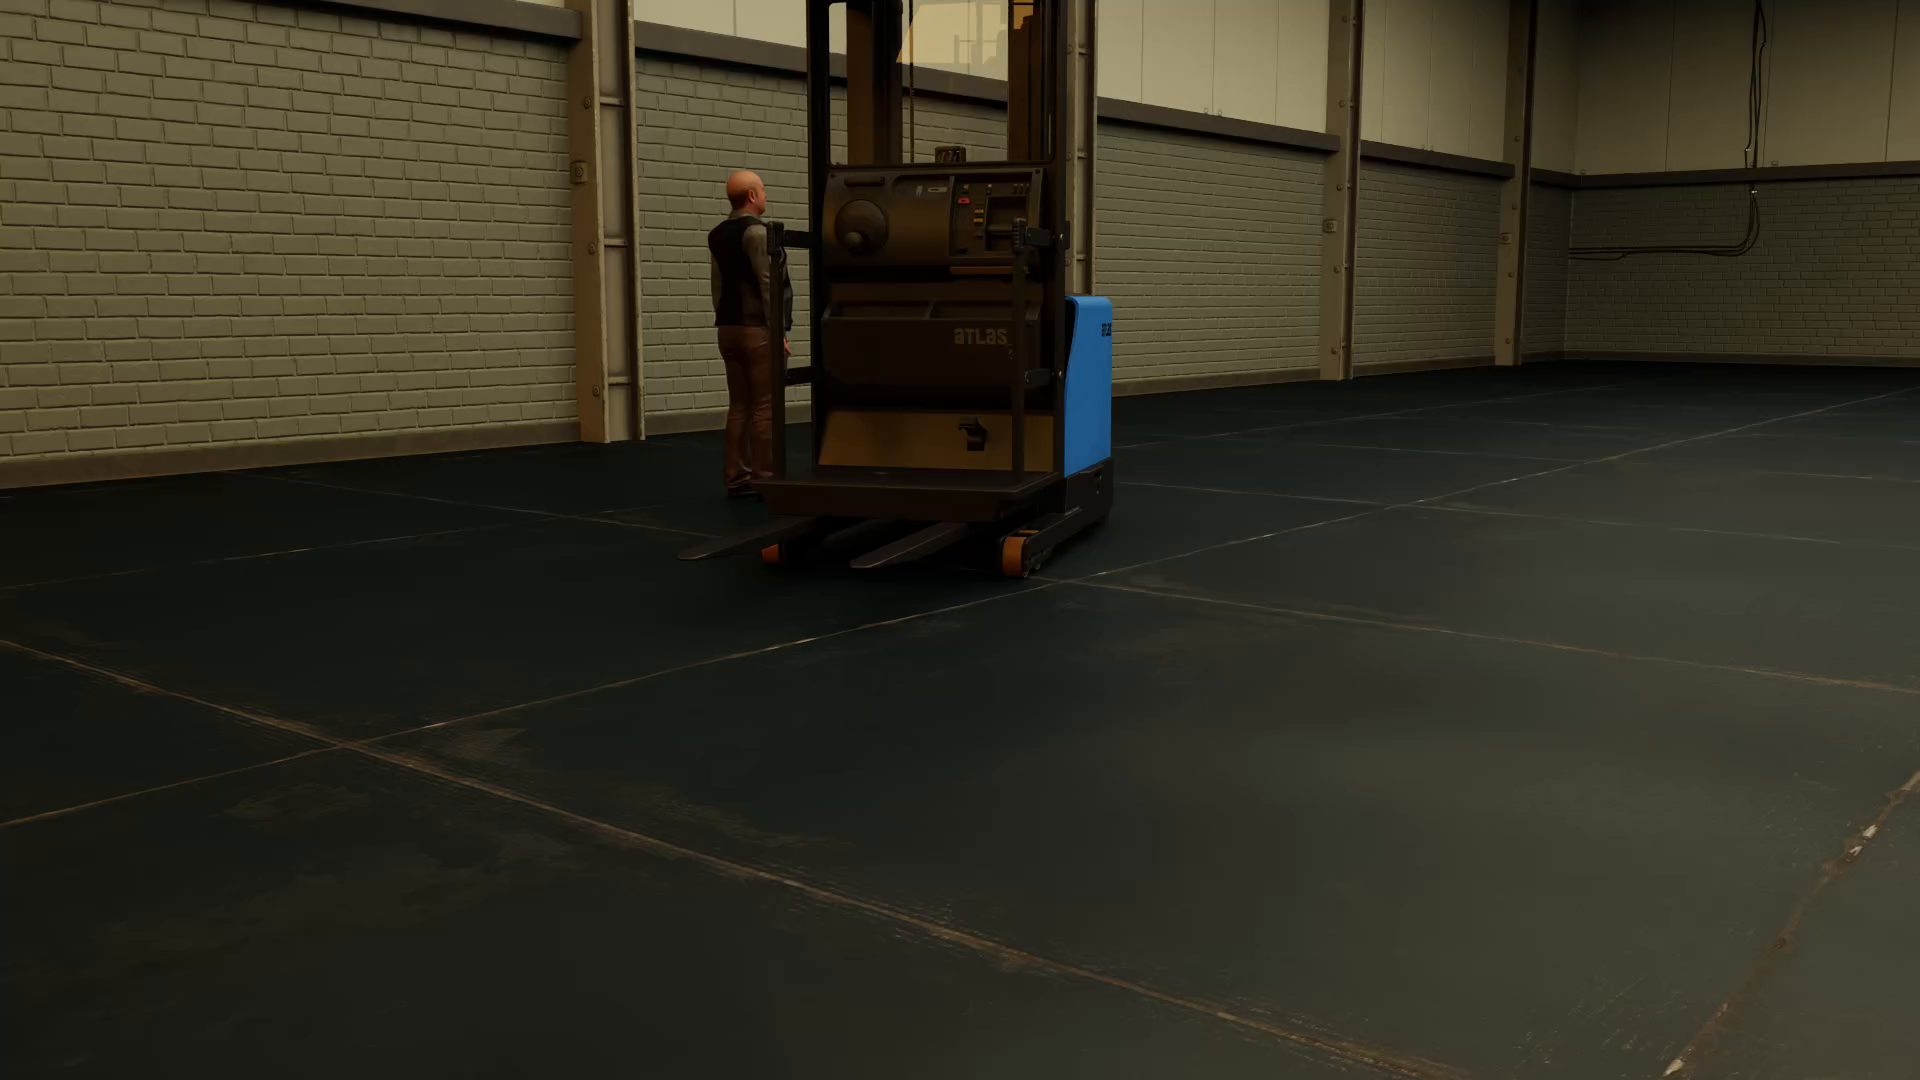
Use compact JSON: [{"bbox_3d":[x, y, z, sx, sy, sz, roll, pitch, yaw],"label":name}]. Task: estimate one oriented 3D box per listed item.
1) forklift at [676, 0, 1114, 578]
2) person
[{"bbox_3d":[-0.176,-1.366,6.616,1.130,2.935,3.031,3,9,17],"label":"forklift"},{"bbox_3d":[-1.084,-1.074,8.807,0.370,1.723,0.524,-8,11,-43],"label":"person"}]
